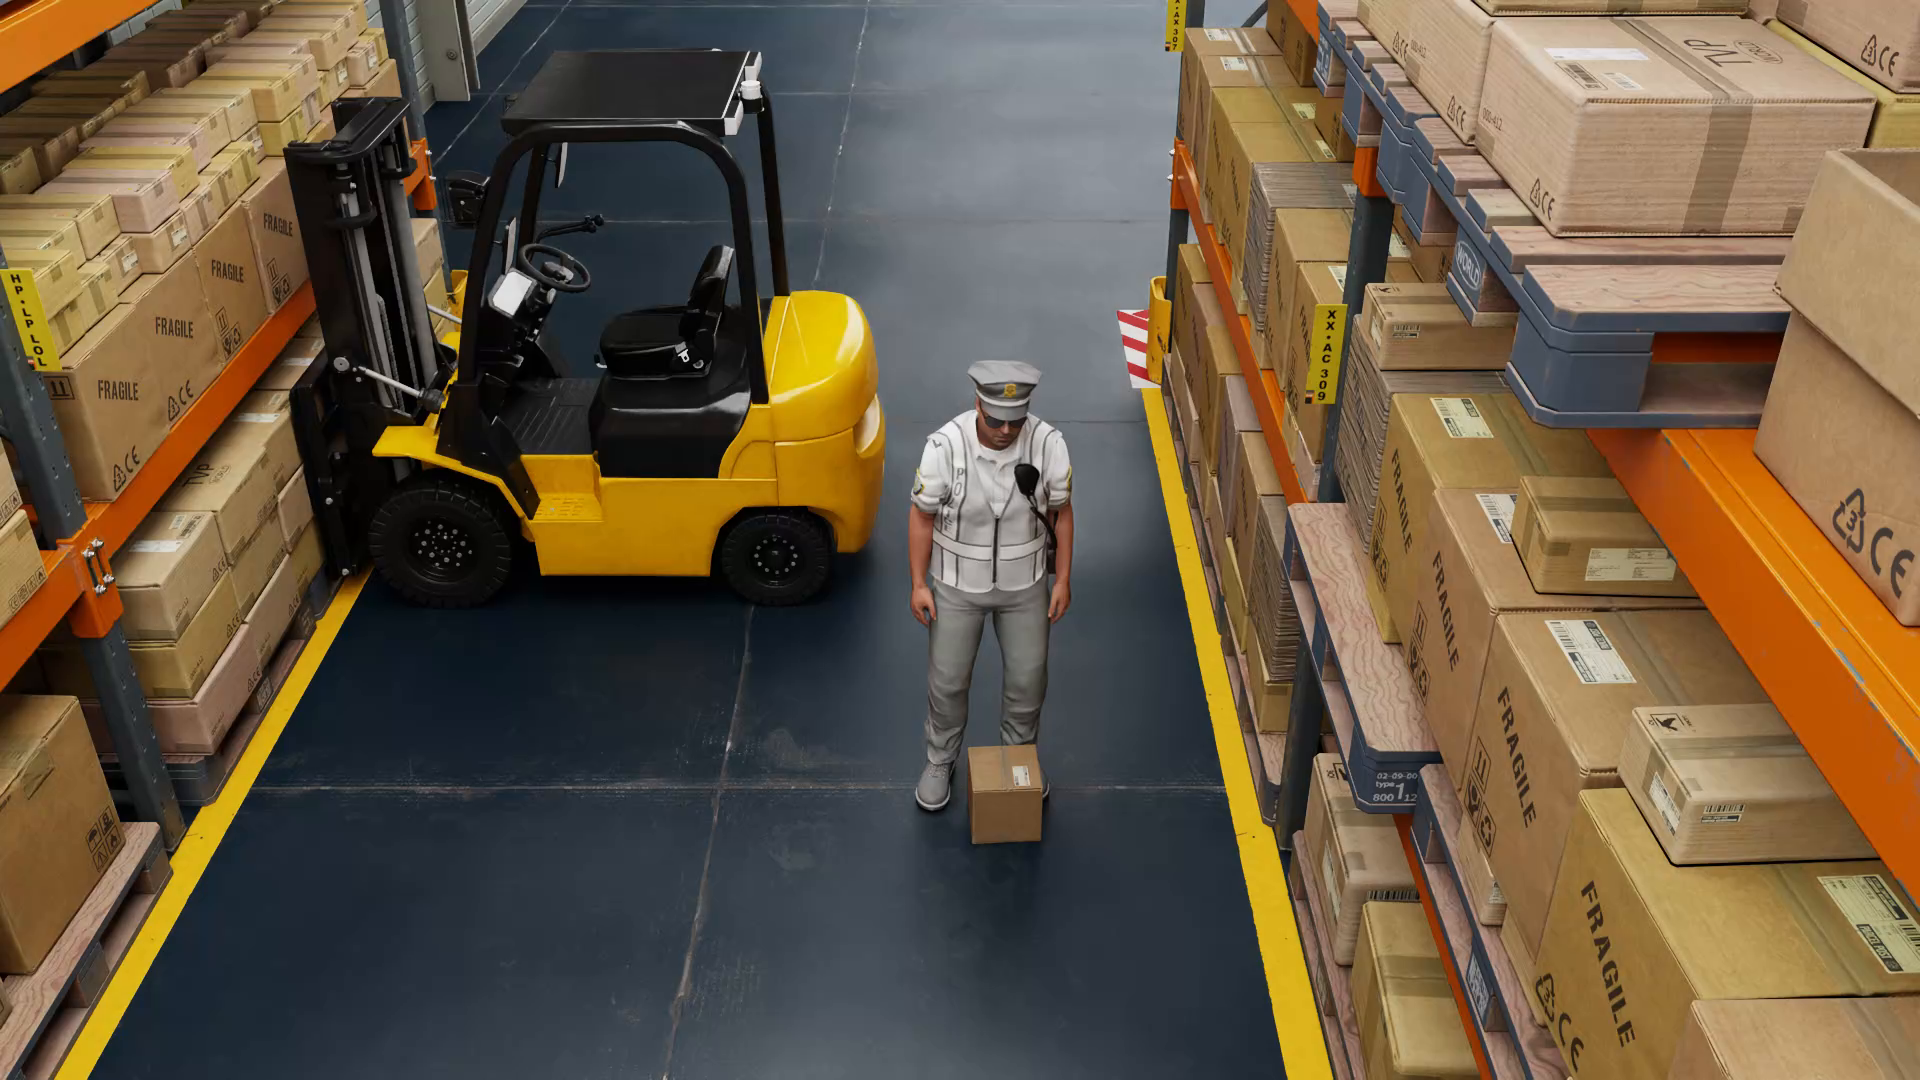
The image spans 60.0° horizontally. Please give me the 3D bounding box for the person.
[{"bbox_3d":[0.109,0.140,5.897,0.584,1.747,0.438,-3,31,-5],"label":"person"}]
